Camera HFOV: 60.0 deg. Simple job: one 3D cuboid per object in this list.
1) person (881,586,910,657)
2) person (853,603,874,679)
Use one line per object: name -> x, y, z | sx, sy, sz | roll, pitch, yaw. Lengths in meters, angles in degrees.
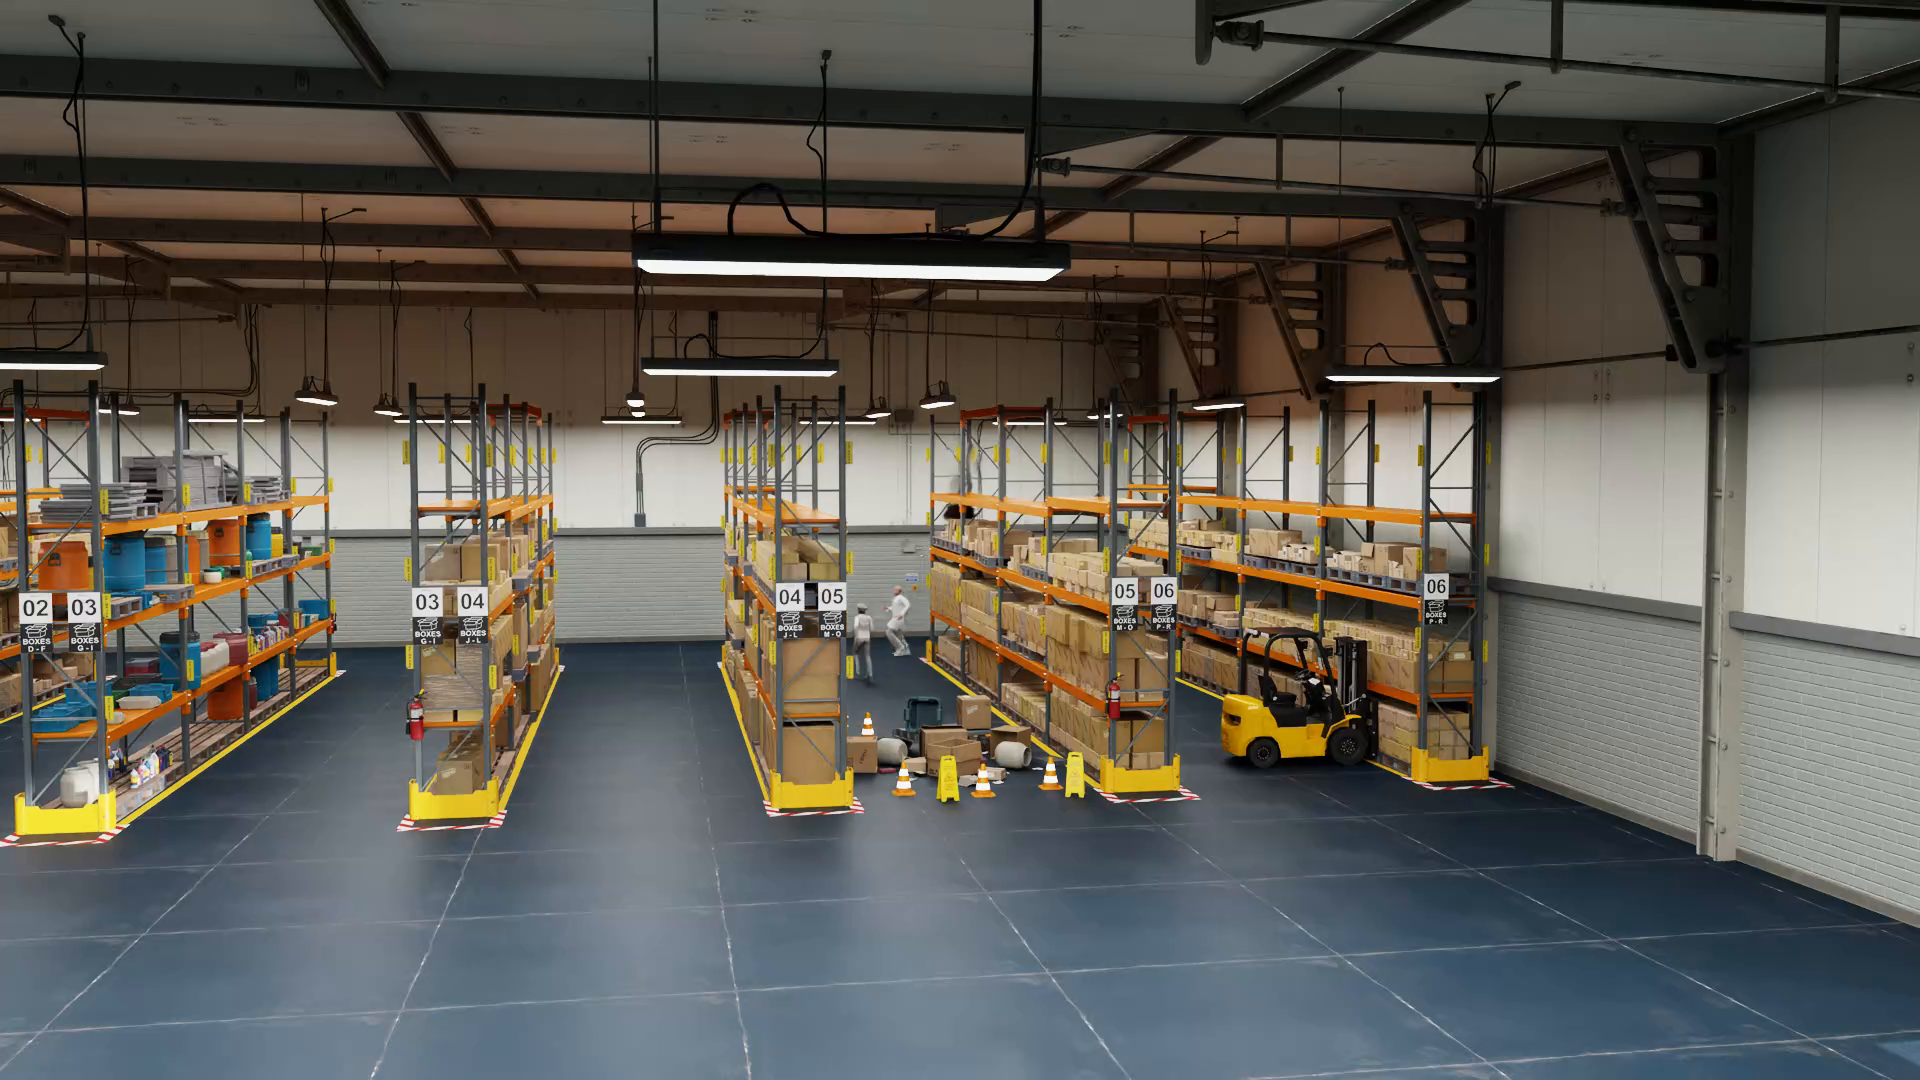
person -> -1.598, 2.033, 41.503 | 0.744, 1.786, 0.734 | 0, 3, -8
person -> -2.172, 2.282, 37.162 | 0.553, 1.735, 0.800 | -1, 3, -22
